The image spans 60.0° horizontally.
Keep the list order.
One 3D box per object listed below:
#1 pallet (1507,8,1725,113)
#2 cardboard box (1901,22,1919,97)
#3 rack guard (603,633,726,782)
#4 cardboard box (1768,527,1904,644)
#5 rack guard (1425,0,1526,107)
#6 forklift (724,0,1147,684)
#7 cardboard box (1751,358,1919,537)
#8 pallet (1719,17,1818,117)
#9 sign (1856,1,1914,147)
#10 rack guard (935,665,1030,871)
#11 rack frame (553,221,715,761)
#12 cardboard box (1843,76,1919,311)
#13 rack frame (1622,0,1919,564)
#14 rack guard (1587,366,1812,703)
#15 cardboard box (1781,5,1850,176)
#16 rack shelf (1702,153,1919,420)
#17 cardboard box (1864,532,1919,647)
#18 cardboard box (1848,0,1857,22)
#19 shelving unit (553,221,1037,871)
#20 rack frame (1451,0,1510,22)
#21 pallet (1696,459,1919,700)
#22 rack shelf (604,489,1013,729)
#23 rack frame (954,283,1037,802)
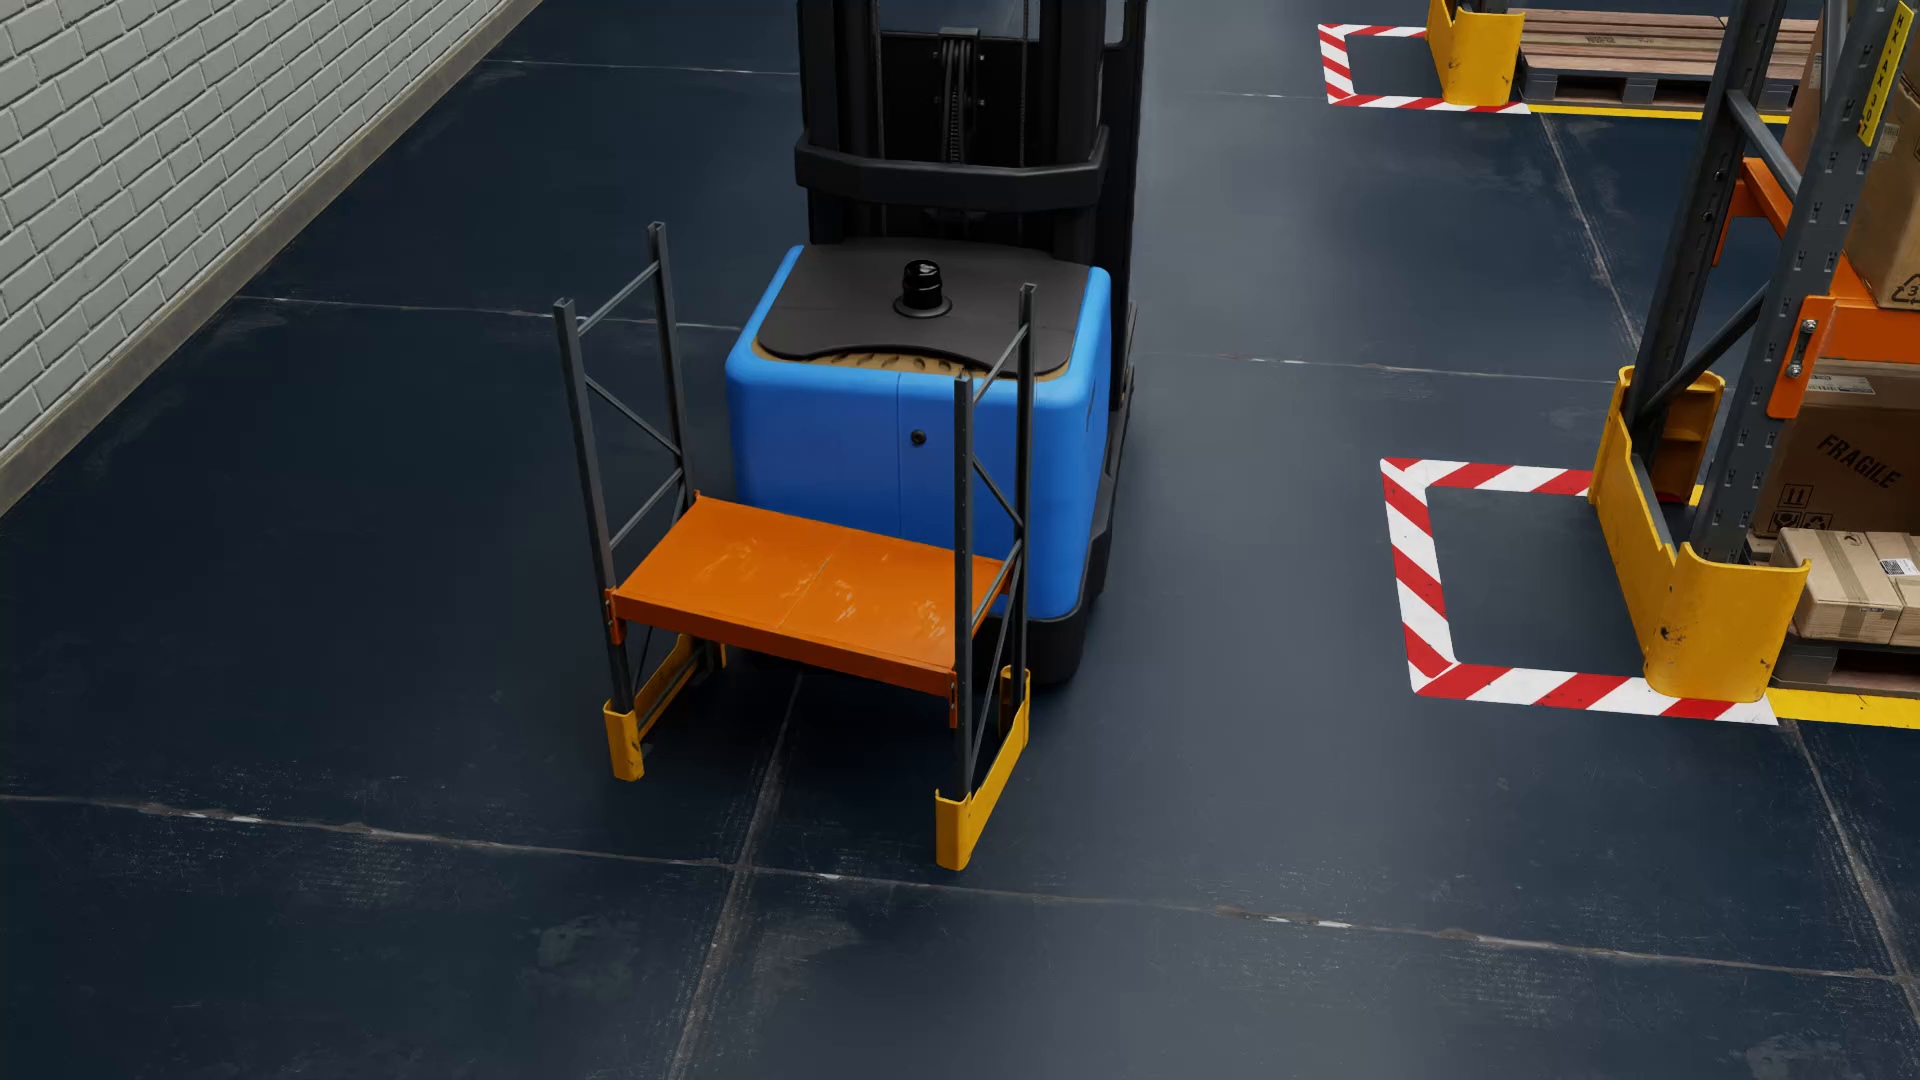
[{"bbox_3d":[3.731,-2.711,9.366,1.213,0.211,1.003,4,36,6],"label":"pallet"},{"bbox_3d":[2.690,-1.338,4.096,0.500,0.500,0.500,5,36,7],"label":"cardboard box"},{"bbox_3d":[-0.866,0.429,4.934,0.087,0.250,0.587,12,37,16],"label":"rack guard"},{"bbox_3d":[2.655,0.135,5.054,0.250,0.149,0.380,4,36,6],"label":"cardboard box"},{"bbox_3d":[2.892,-2.906,9.391,0.348,0.500,1.175,4,36,6],"label":"rack guard"},{"bbox_3d":[0.074,-1.608,5.480,1.130,2.935,3.031,5,36,8],"label":"forklift"},{"bbox_3d":[2.854,-0.338,5.415,0.500,0.500,0.500,4,36,6],"label":"cardboard box"},{"bbox_3d":[4.937,-2.619,9.238,1.213,0.211,1.003,4,36,6],"label":"pallet"},{"bbox_3d":[2.214,-1.115,3.985,0.005,0.325,0.100,4,36,6],"label":"sign"},{"bbox_3d":[0.069,0.629,4.654,0.087,0.250,0.587,12,37,16],"label":"rack guard"},{"bbox_3d":[-0.867,-0.080,4.571,0.032,1.500,0.500,12,37,16],"label":"rack frame"},{"bbox_3d":[2.690,-0.931,4.386,0.500,0.500,0.500,5,36,7],"label":"cardboard box"},{"bbox_3d":[2.283,-1.075,4.674,0.127,3.000,1.000,4,36,6],"label":"rack frame"},{"bbox_3d":[2.358,-0.052,5.393,0.348,0.500,1.175,4,36,6],"label":"rack guard"},{"bbox_3d":[2.762,-1.240,4.819,0.500,0.500,0.500,5,36,7],"label":"cardboard box"},{"bbox_3d":[4.267,-0.634,4.676,4.000,0.370,1.077,4,36,6],"label":"rack shelf"},{"bbox_3d":[2.903,0.147,5.023,0.250,0.166,0.380,4,36,6],"label":"cardboard box"},{"bbox_3d":[2.759,-1.648,4.531,0.500,0.500,0.500,4,36,6],"label":"cardboard box"},{"bbox_3d":[-0.399,0.020,4.431,1.083,1.500,0.587,12,37,16],"label":"shelving unit"},{"bbox_3d":[2.918,-3.929,8.673,0.127,3.000,1.000,4,36,6],"label":"rack frame"},{"bbox_3d":[3.149,0.124,5.395,1.213,0.211,1.003,4,36,6],"label":"pallet"},{"bbox_3d":[-0.390,0.168,4.533,1.000,0.185,0.538,12,37,16],"label":"rack shelf"},{"bbox_3d":[0.087,0.124,4.285,0.032,1.500,0.500,12,37,16],"label":"rack frame"}]
